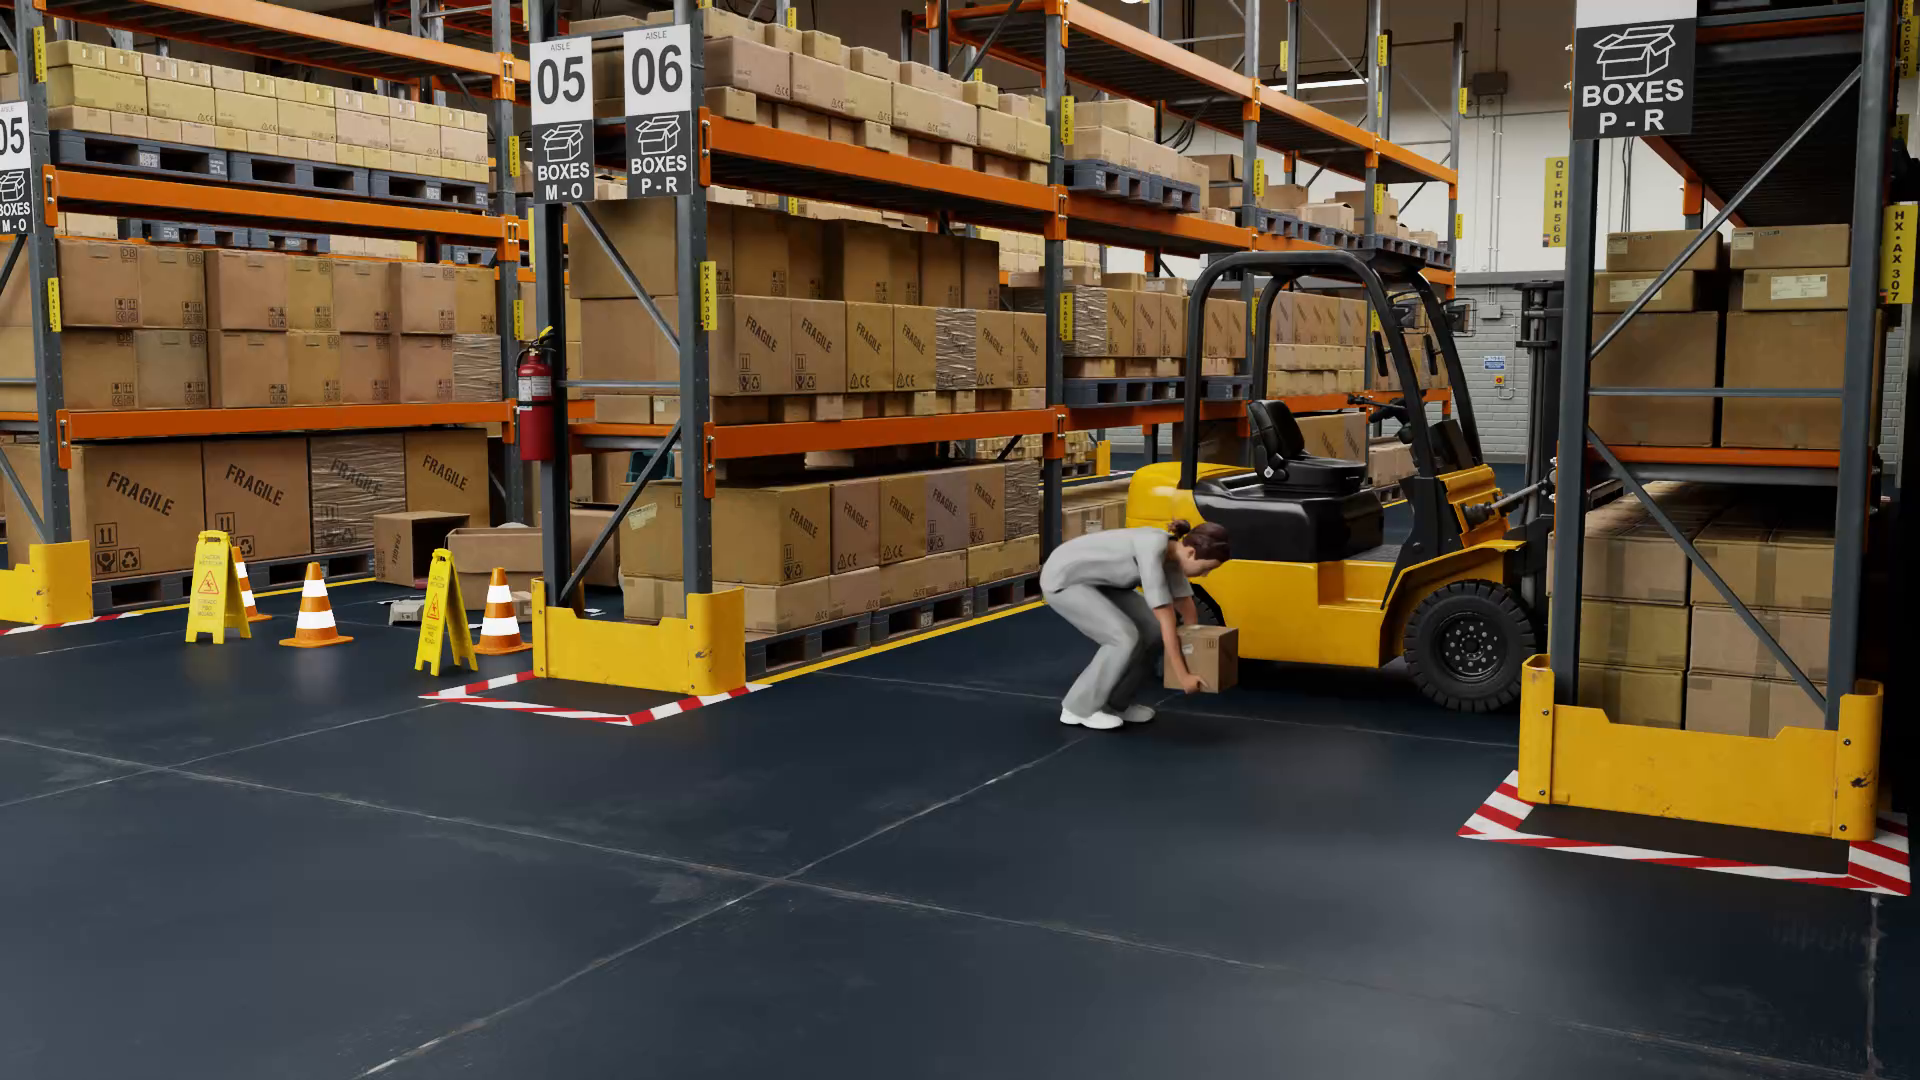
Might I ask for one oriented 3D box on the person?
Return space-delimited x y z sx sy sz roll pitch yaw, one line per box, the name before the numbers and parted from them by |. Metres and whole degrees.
person | 0.776 0.336 7.391 0.856 0.911 0.463 3 7 26
